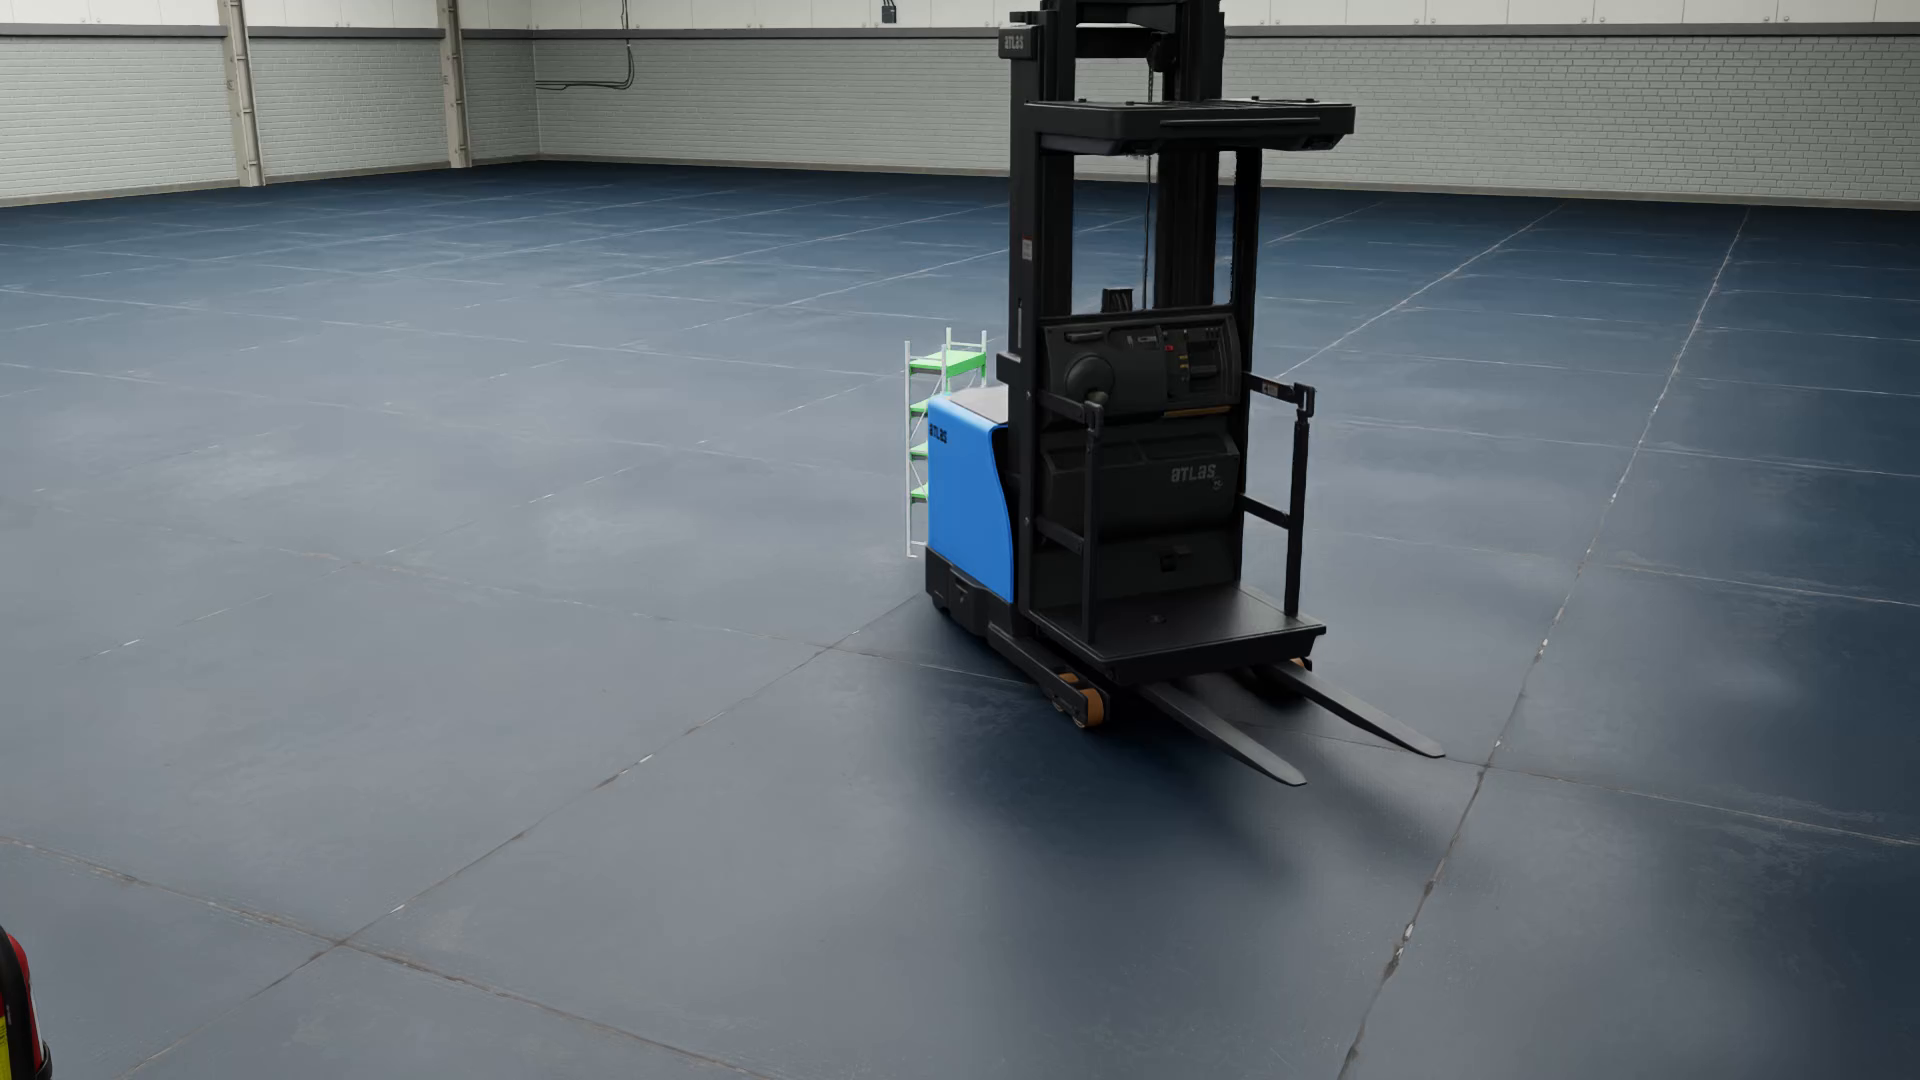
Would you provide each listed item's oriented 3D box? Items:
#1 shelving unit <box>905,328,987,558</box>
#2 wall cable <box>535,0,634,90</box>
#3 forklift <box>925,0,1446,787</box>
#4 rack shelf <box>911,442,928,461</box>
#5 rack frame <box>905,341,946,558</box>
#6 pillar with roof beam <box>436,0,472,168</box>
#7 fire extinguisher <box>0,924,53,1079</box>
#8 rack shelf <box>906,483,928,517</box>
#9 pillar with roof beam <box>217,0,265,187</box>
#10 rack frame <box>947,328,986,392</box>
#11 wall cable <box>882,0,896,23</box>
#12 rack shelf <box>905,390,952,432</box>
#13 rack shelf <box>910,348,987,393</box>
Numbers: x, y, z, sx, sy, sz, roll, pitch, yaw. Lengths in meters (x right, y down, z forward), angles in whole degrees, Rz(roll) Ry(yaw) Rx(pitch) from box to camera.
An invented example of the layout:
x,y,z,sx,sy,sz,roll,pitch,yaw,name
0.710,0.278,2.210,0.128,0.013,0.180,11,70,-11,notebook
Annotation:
x,y,z,sx,sy,sz,roll,pitch,yaw,name
-0.074,-0.533,9.212,0.258,1.200,0.503,8,18,25,shelving unit
-9.143,-12.106,39.931,3.097,2.526,0.112,8,18,25,wall cable
0.875,-0.762,6.942,1.130,2.935,3.031,-7,18,-22,forklift
-0.074,-0.472,9.230,0.258,0.148,0.480,8,18,25,rack shelf
-0.183,-0.471,9.002,0.240,1.200,0.015,8,18,25,rack frame
-7.791,-12.464,35.685,9.100,9.000,0.400,8,18,25,pillar with roof beam
-1.294,0.661,2.165,0.296,0.674,0.183,8,18,25,fire extinguisher
-0.074,-0.242,9.298,0.258,0.148,0.480,8,18,25,rack shelf
-10.473,-10.936,30.539,9.100,9.000,0.400,8,18,25,pillar with roof beam
0.035,-0.595,9.421,0.240,1.200,0.015,8,18,25,rack frame
-0.658,-14.013,34.924,2.305,6.003,0.169,8,18,25,wall cable
-0.074,-0.702,9.161,0.258,0.148,0.480,8,18,25,rack shelf
-0.074,-0.932,9.093,0.258,0.148,0.480,8,18,25,rack shelf
